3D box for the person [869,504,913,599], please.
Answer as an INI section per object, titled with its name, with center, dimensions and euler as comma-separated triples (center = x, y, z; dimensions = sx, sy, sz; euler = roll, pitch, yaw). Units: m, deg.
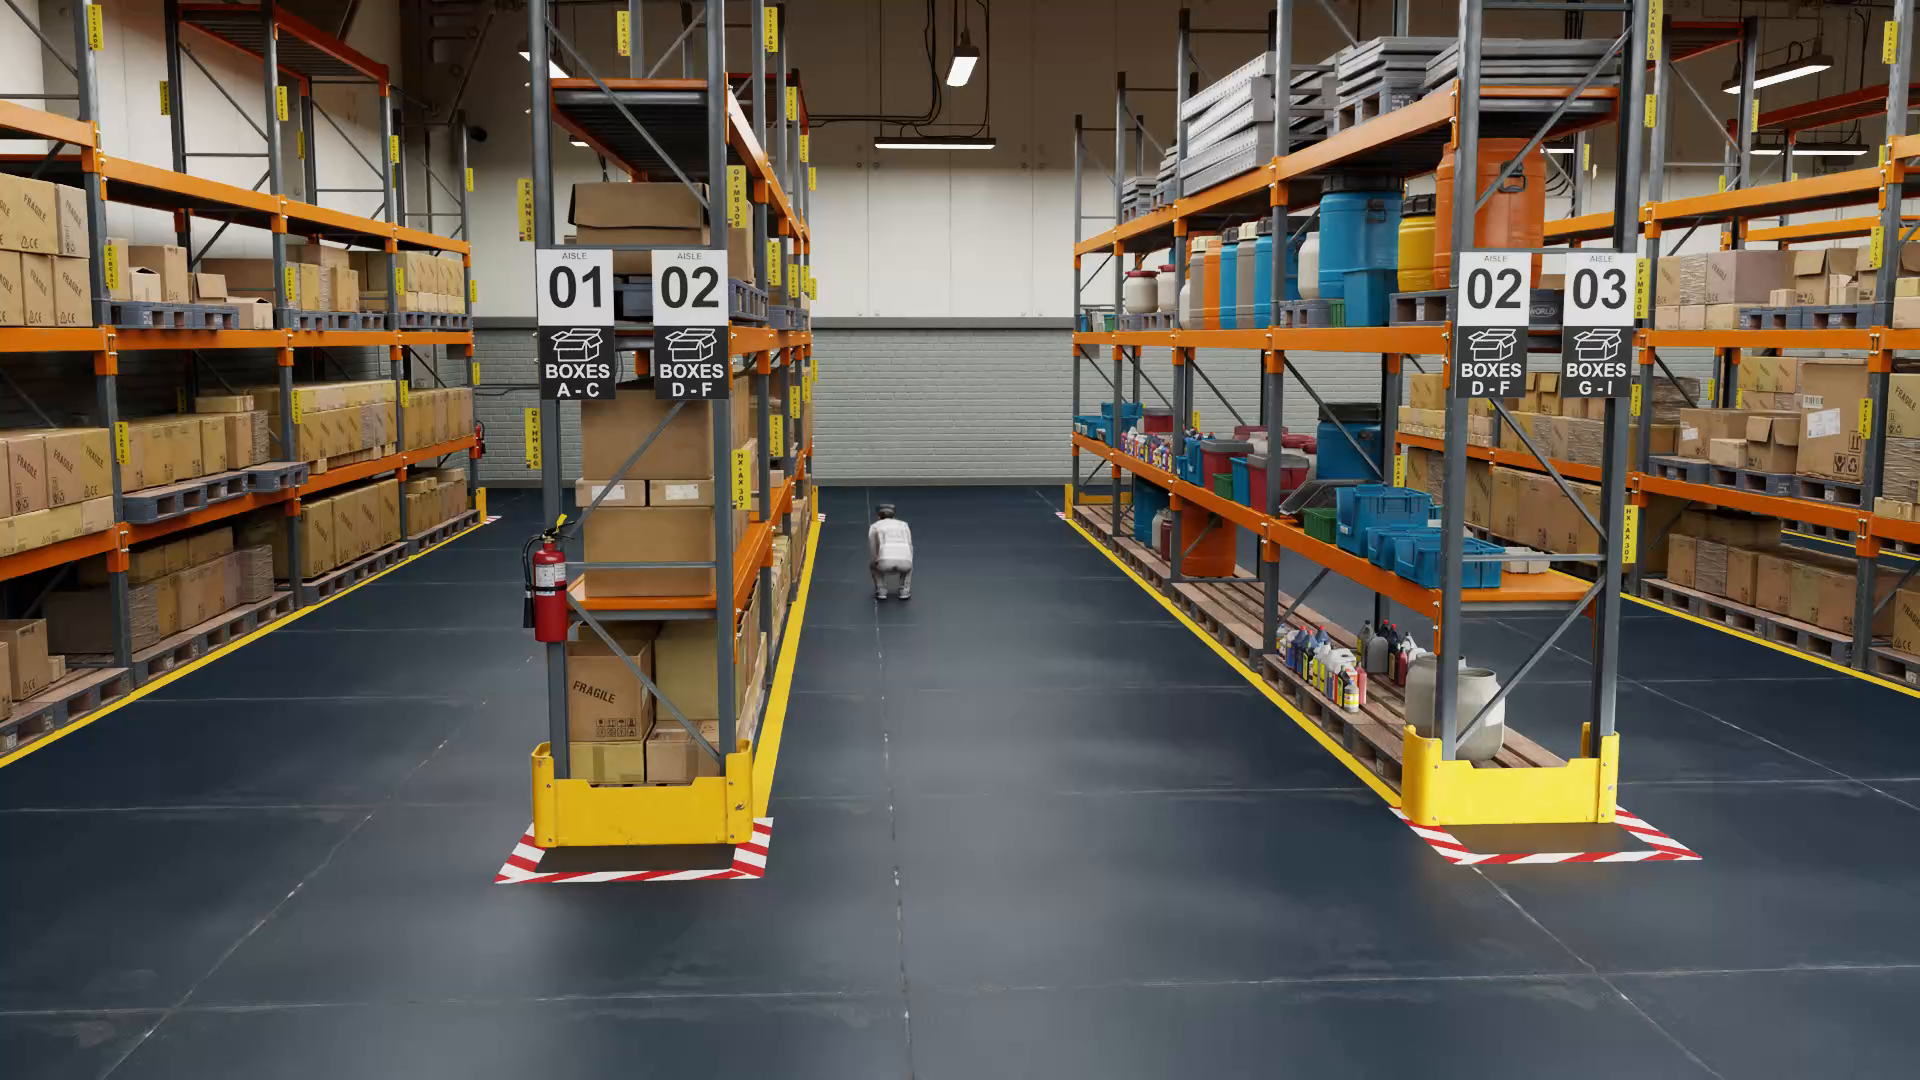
[person]
center = -0.730, 0.122, 17.657
dimensions = 0.470, 0.978, 0.829
euler = -1, 7, -5
